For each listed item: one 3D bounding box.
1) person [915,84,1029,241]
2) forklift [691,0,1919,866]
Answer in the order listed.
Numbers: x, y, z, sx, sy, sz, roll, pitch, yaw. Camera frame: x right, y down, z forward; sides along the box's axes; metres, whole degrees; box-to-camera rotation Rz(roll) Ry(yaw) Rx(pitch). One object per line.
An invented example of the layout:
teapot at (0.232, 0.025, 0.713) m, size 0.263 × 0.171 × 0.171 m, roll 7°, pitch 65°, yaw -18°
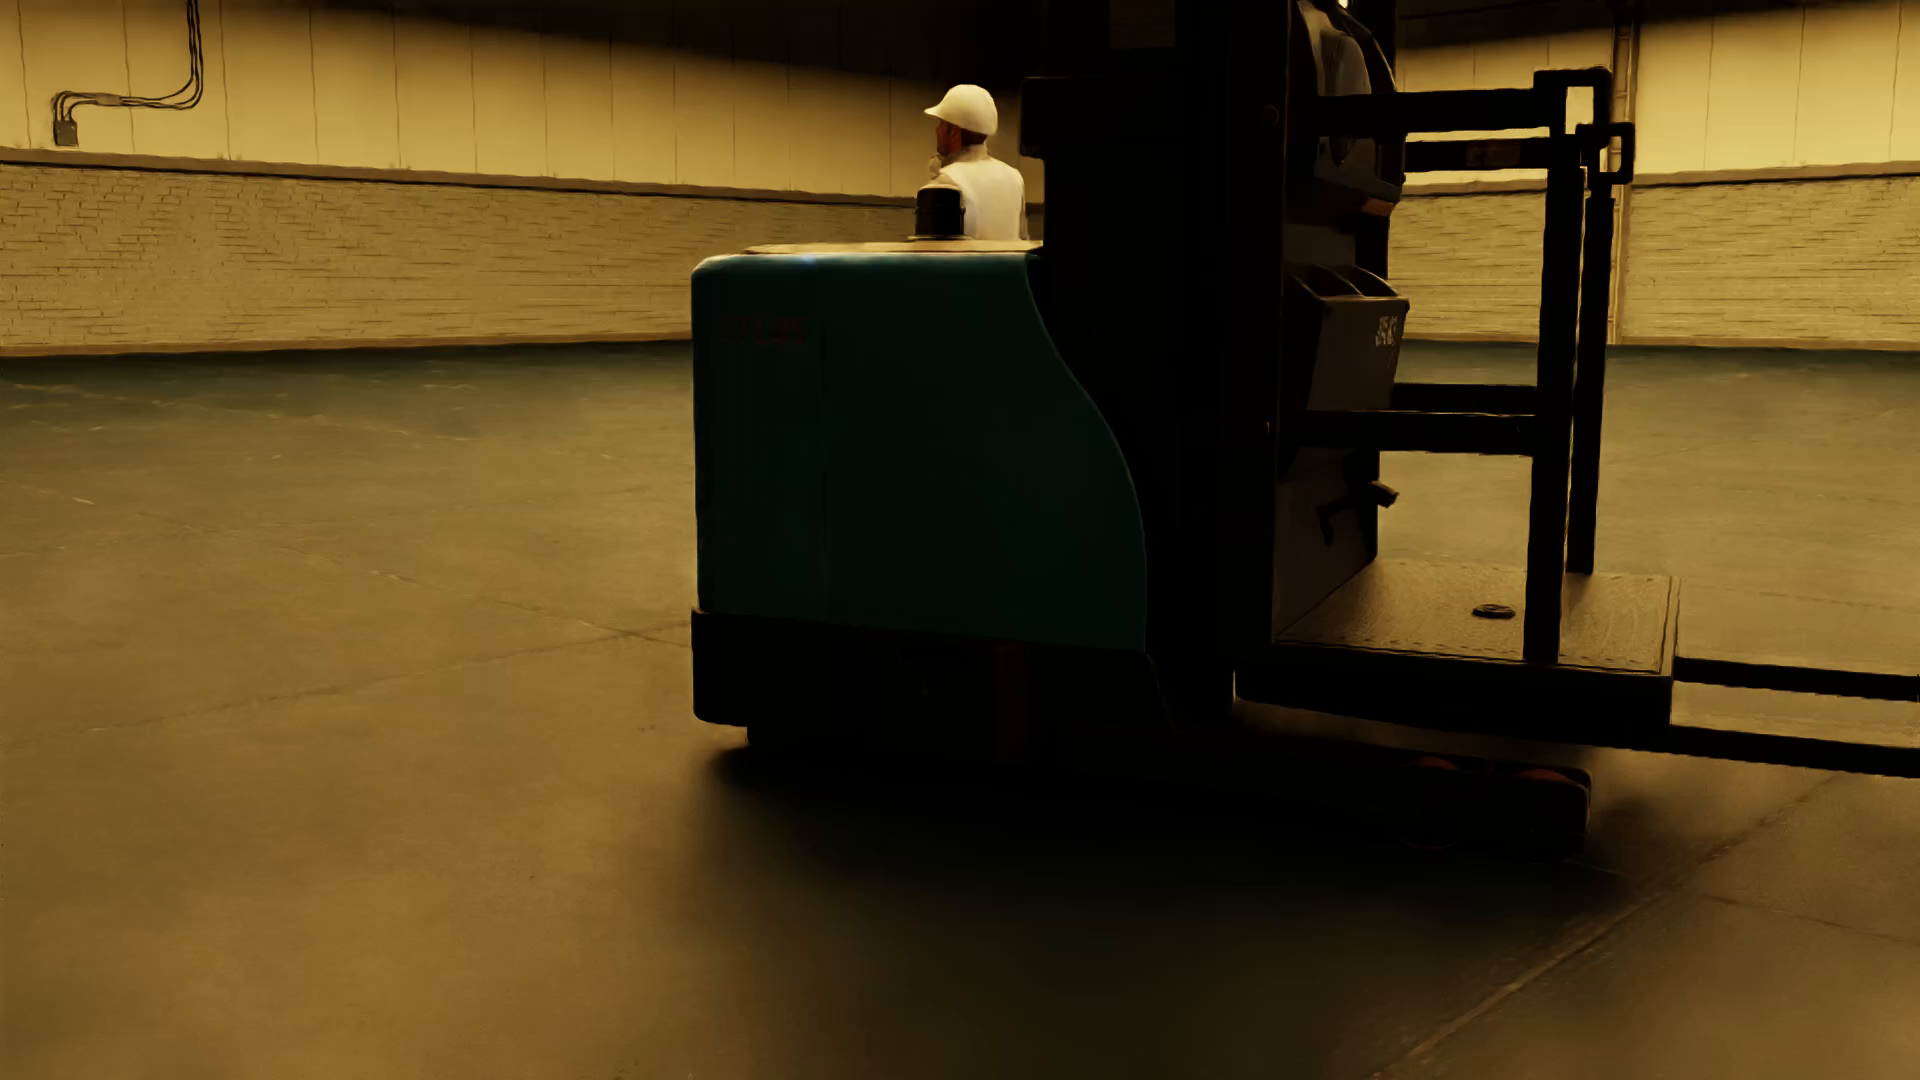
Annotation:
person at (-0.039, -0.892, 6.633) m, size 0.567 × 1.773 × 0.632 m, roll 8°, pitch 12°, yaw 43°
forklift at (0.974, -0.967, 3.296) m, size 3.031 × 2.935 × 1.130 m, roll 4°, pitch 9°, yaw 24°
